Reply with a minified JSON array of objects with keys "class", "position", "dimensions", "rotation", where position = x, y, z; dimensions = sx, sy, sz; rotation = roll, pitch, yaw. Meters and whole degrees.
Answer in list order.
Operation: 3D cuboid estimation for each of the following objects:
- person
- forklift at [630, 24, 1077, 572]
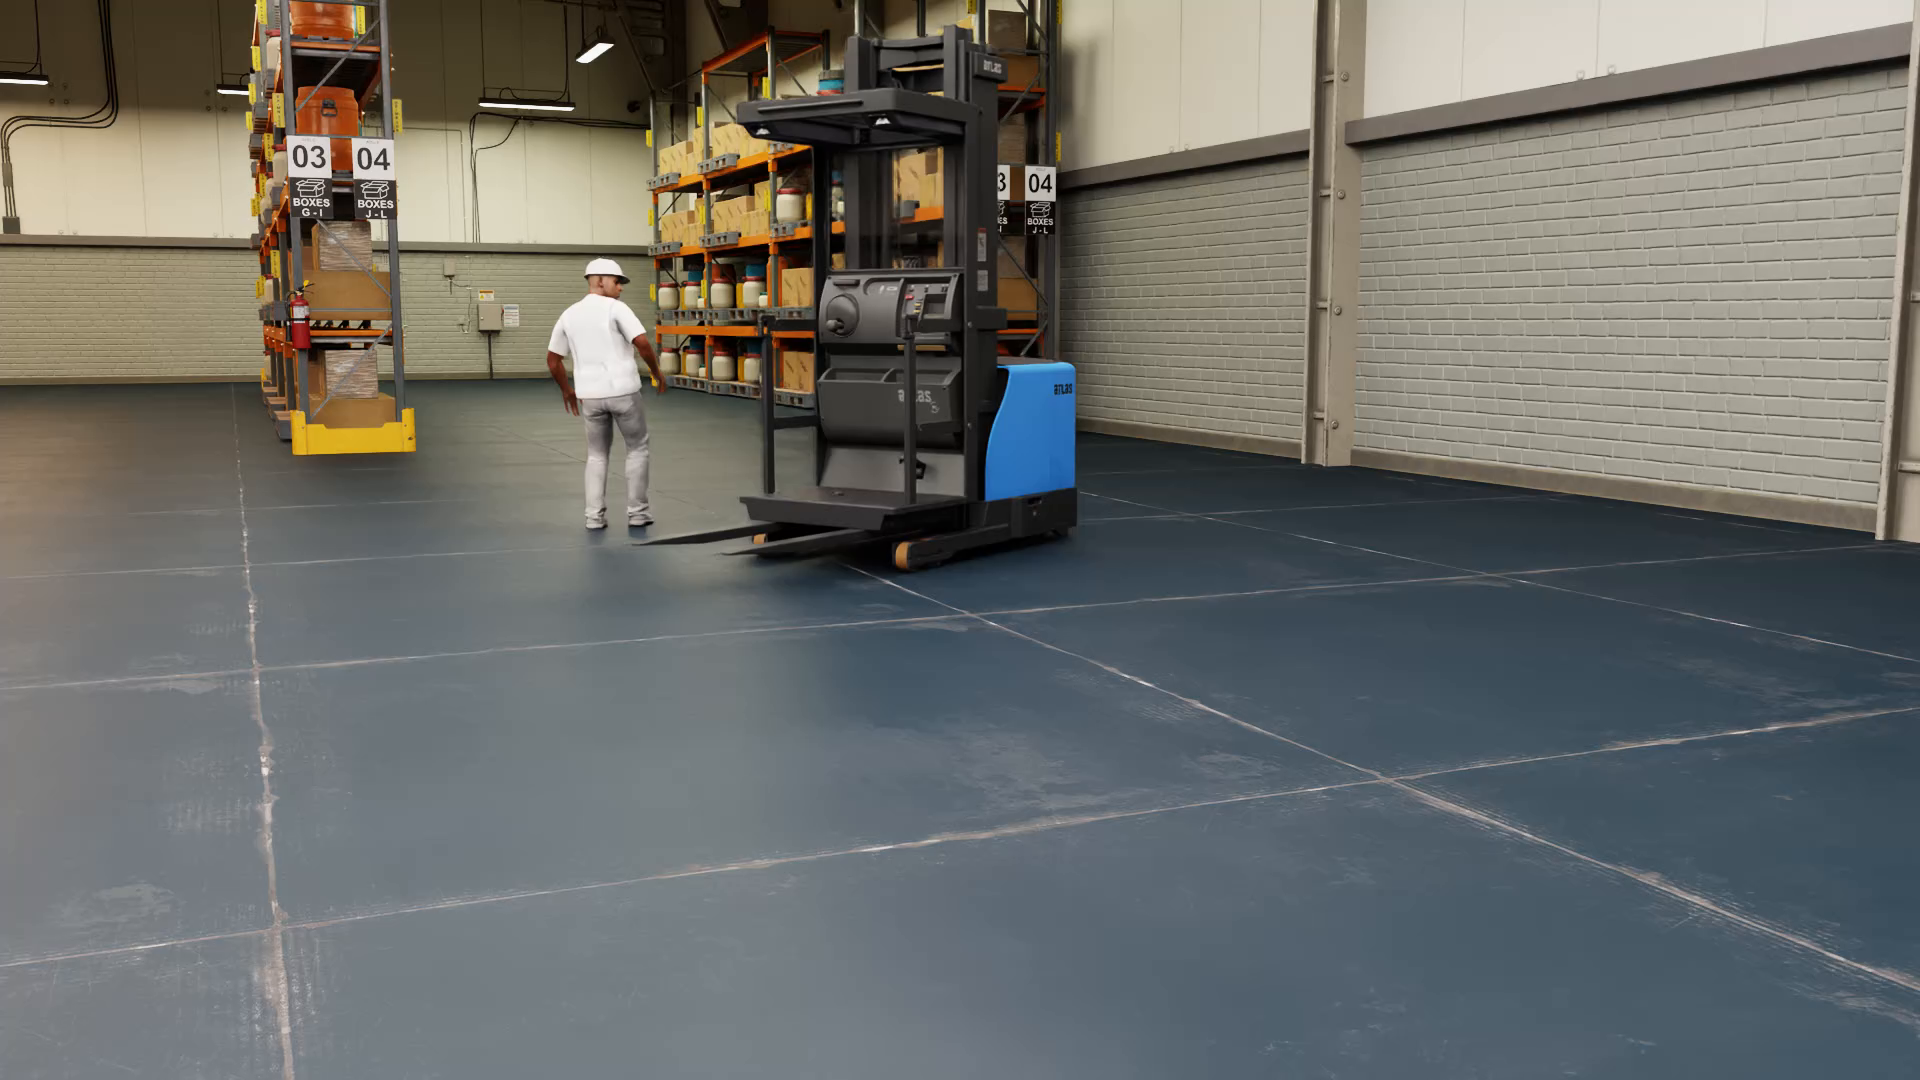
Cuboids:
[{"class":"person","position":[-2.278,-0.948,10.764],"dimensions":[0.778,1.727,0.510],"rotation":[2,8,14]},{"class":"forklift","position":[-0.523,-1.353,9.206],"dimensions":[1.130,2.935,3.031],"rotation":[5,9,34]}]
